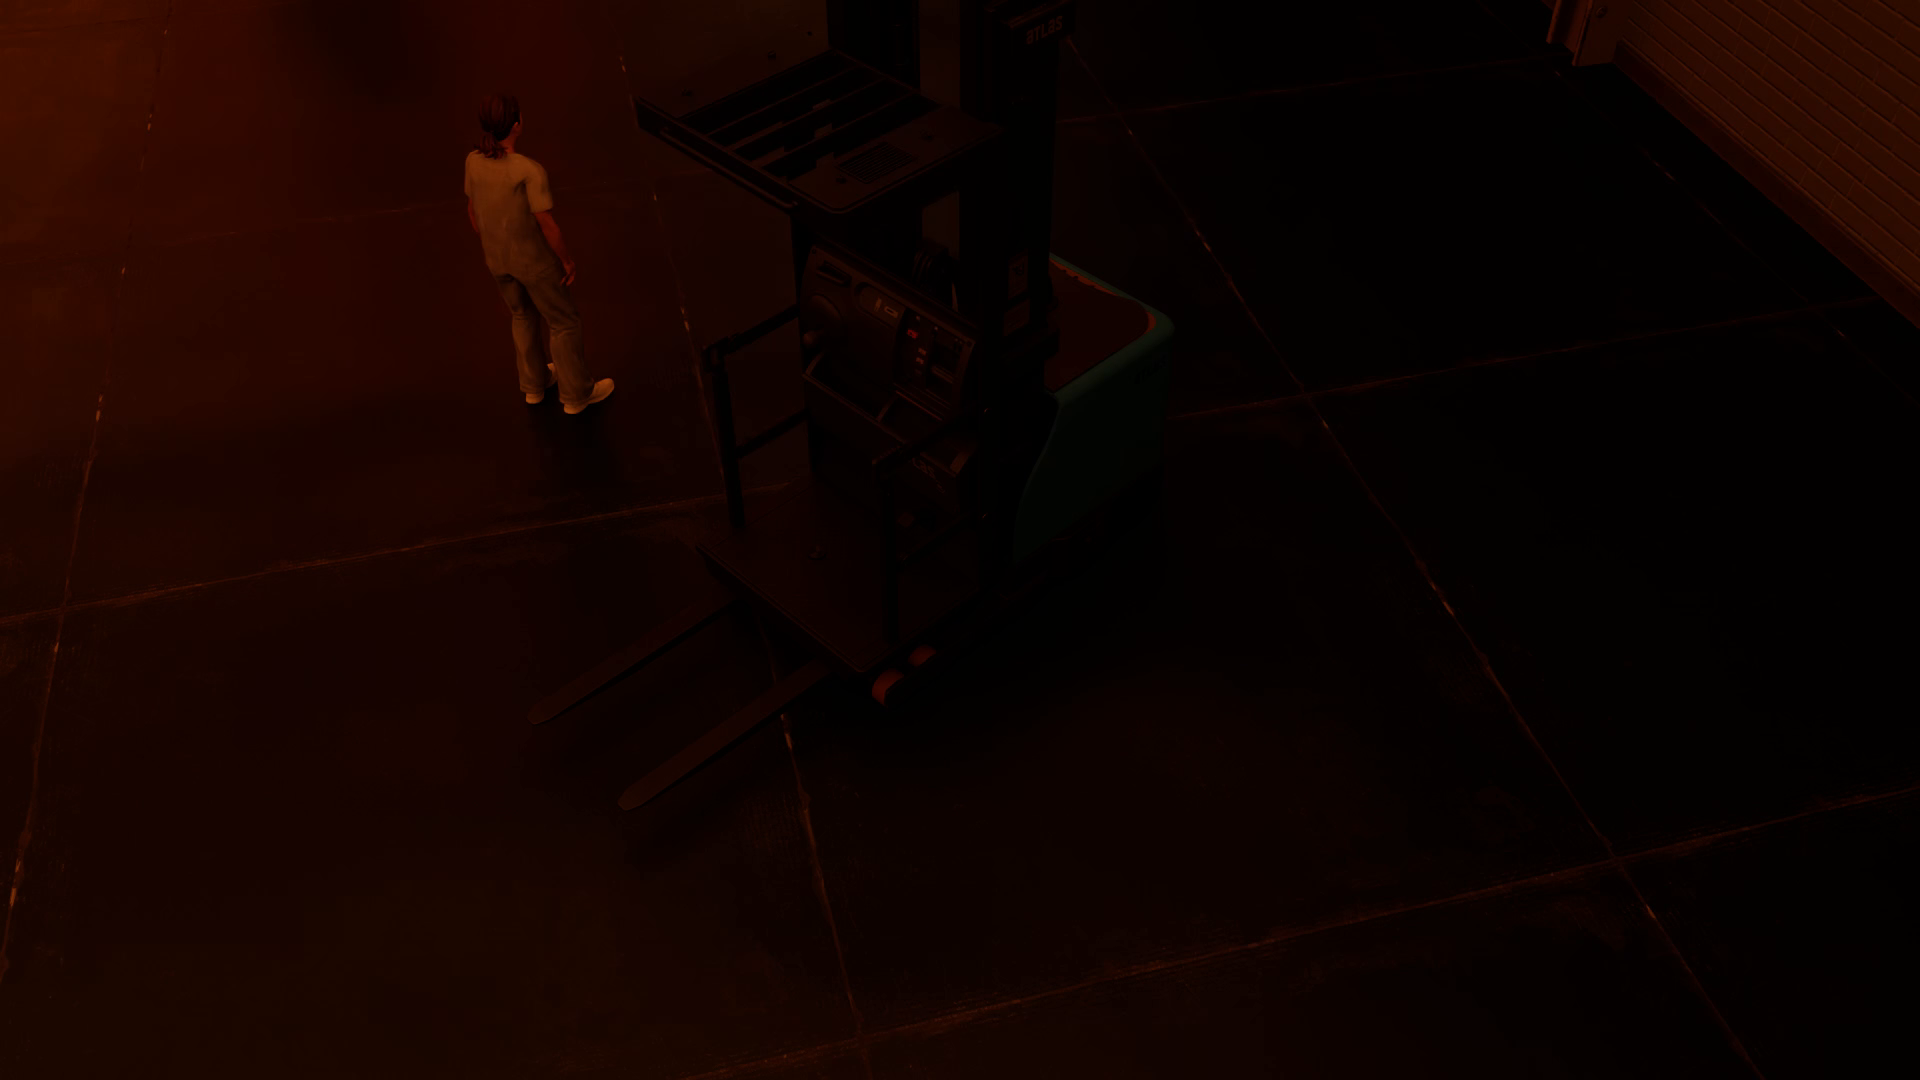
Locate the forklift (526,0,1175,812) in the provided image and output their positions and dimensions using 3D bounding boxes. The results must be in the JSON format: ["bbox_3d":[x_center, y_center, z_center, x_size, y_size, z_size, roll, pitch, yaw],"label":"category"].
[{"bbox_3d":[-0.443,-0.761,6.451,3.031,2.935,1.130,-34,53,-31],"label":"forklift"}]

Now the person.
[{"bbox_3d":[-2.075,-1.355,7.997,0.516,1.671,0.359,16,46,16],"label":"person"}]
